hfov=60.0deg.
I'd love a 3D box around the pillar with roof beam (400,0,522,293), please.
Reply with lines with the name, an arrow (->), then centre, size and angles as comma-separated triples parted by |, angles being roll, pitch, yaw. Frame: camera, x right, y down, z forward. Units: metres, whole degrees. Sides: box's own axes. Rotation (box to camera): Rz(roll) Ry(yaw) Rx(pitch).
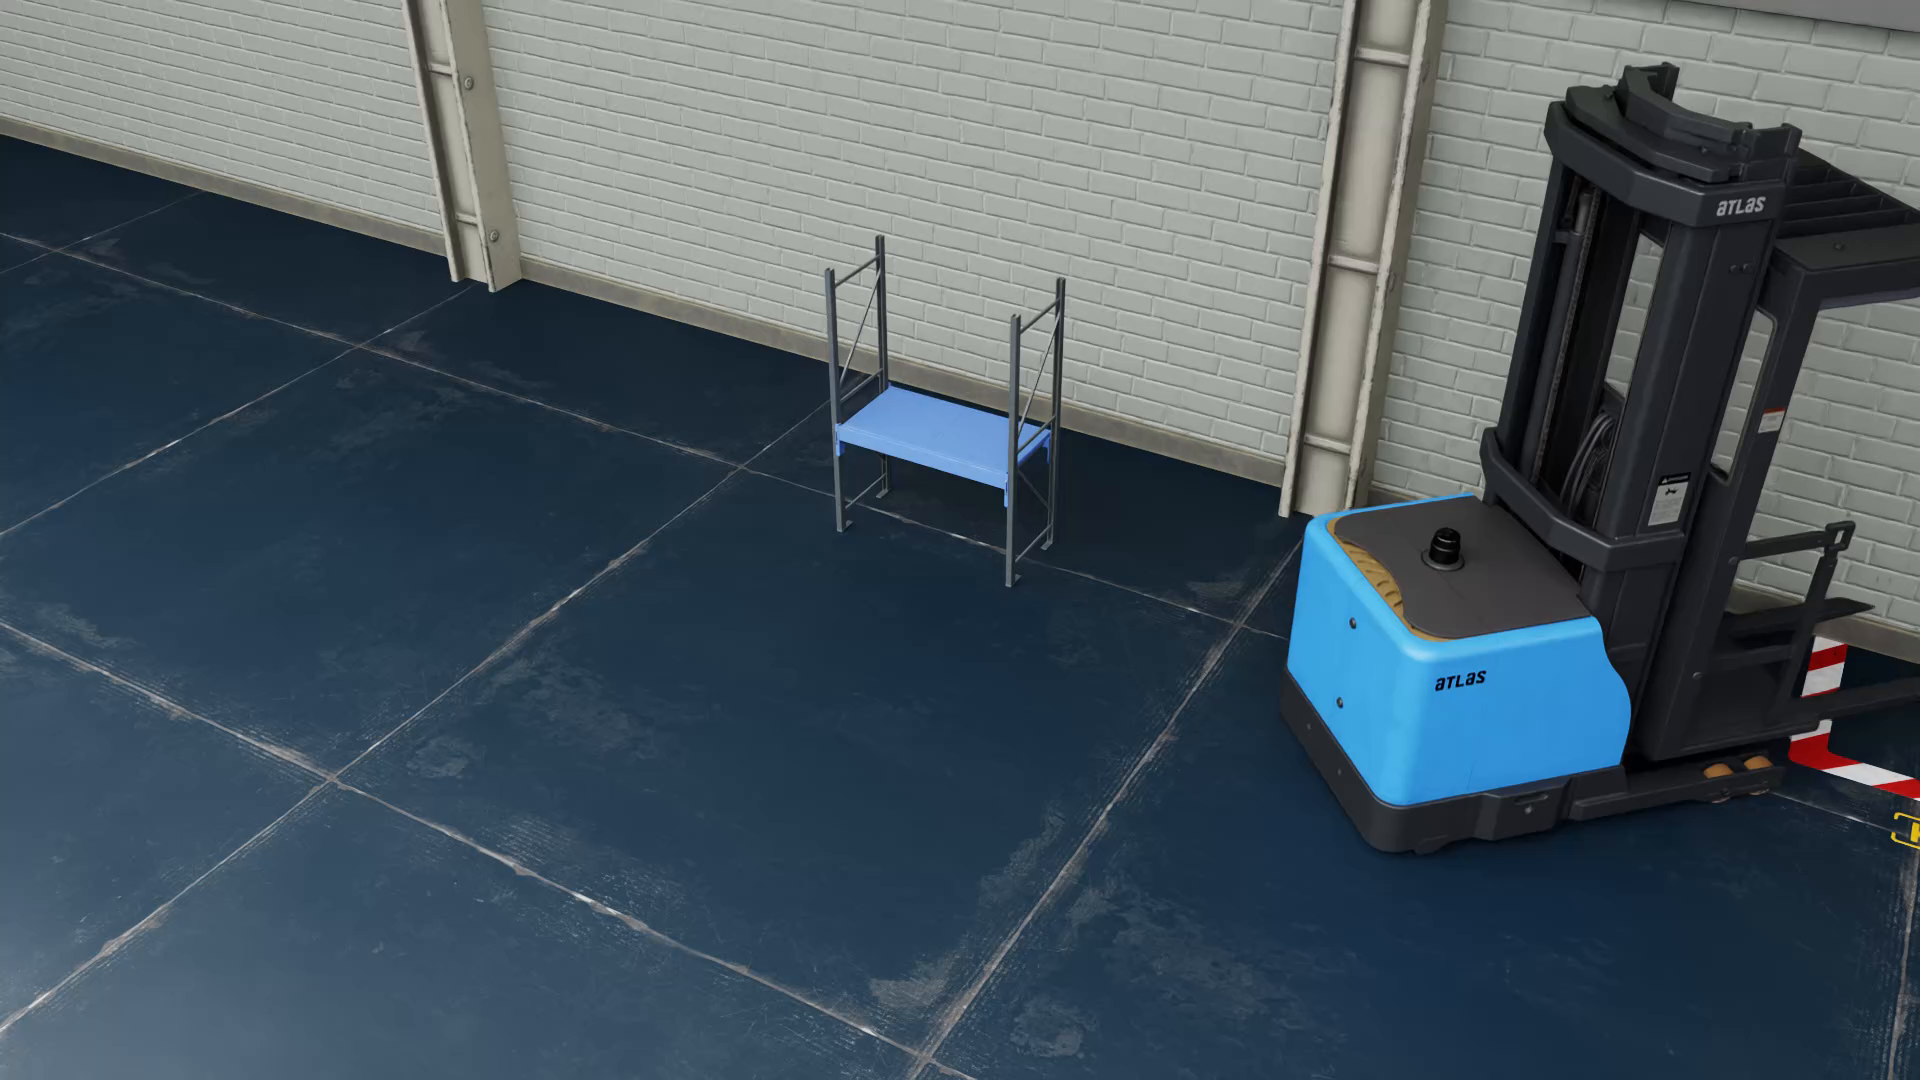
pillar with roof beam -> -5.386, -3.478, 5.854 | 0.400, 9.000, 9.100 | 18, 37, 24

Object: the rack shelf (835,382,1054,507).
rack shelf -> -0.074, -0.498, 8.469 | 1.000, 0.185, 0.538 | 18, 37, 24

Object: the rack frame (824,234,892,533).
rack frame -> -0.515, -0.788, 8.579 | 0.032, 1.500, 0.500 | 18, 37, 24

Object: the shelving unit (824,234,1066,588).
shelving unit -> -0.074, -0.648, 8.370 | 1.048, 1.500, 0.538 | 18, 37, 24

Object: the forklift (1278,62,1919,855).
forklift -> 3.007, -0.378, 6.674 | 3.031, 2.935, 1.130 | -8, 35, -12

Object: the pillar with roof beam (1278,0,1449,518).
pillar with roof beam -> -0.176, -1.828, 3.376 | 0.400, 9.000, 9.100 | 18, 37, 24

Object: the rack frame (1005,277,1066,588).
rack frame -> 0.367, -0.508, 8.160 | 0.032, 1.500, 0.500 | 18, 37, 24
